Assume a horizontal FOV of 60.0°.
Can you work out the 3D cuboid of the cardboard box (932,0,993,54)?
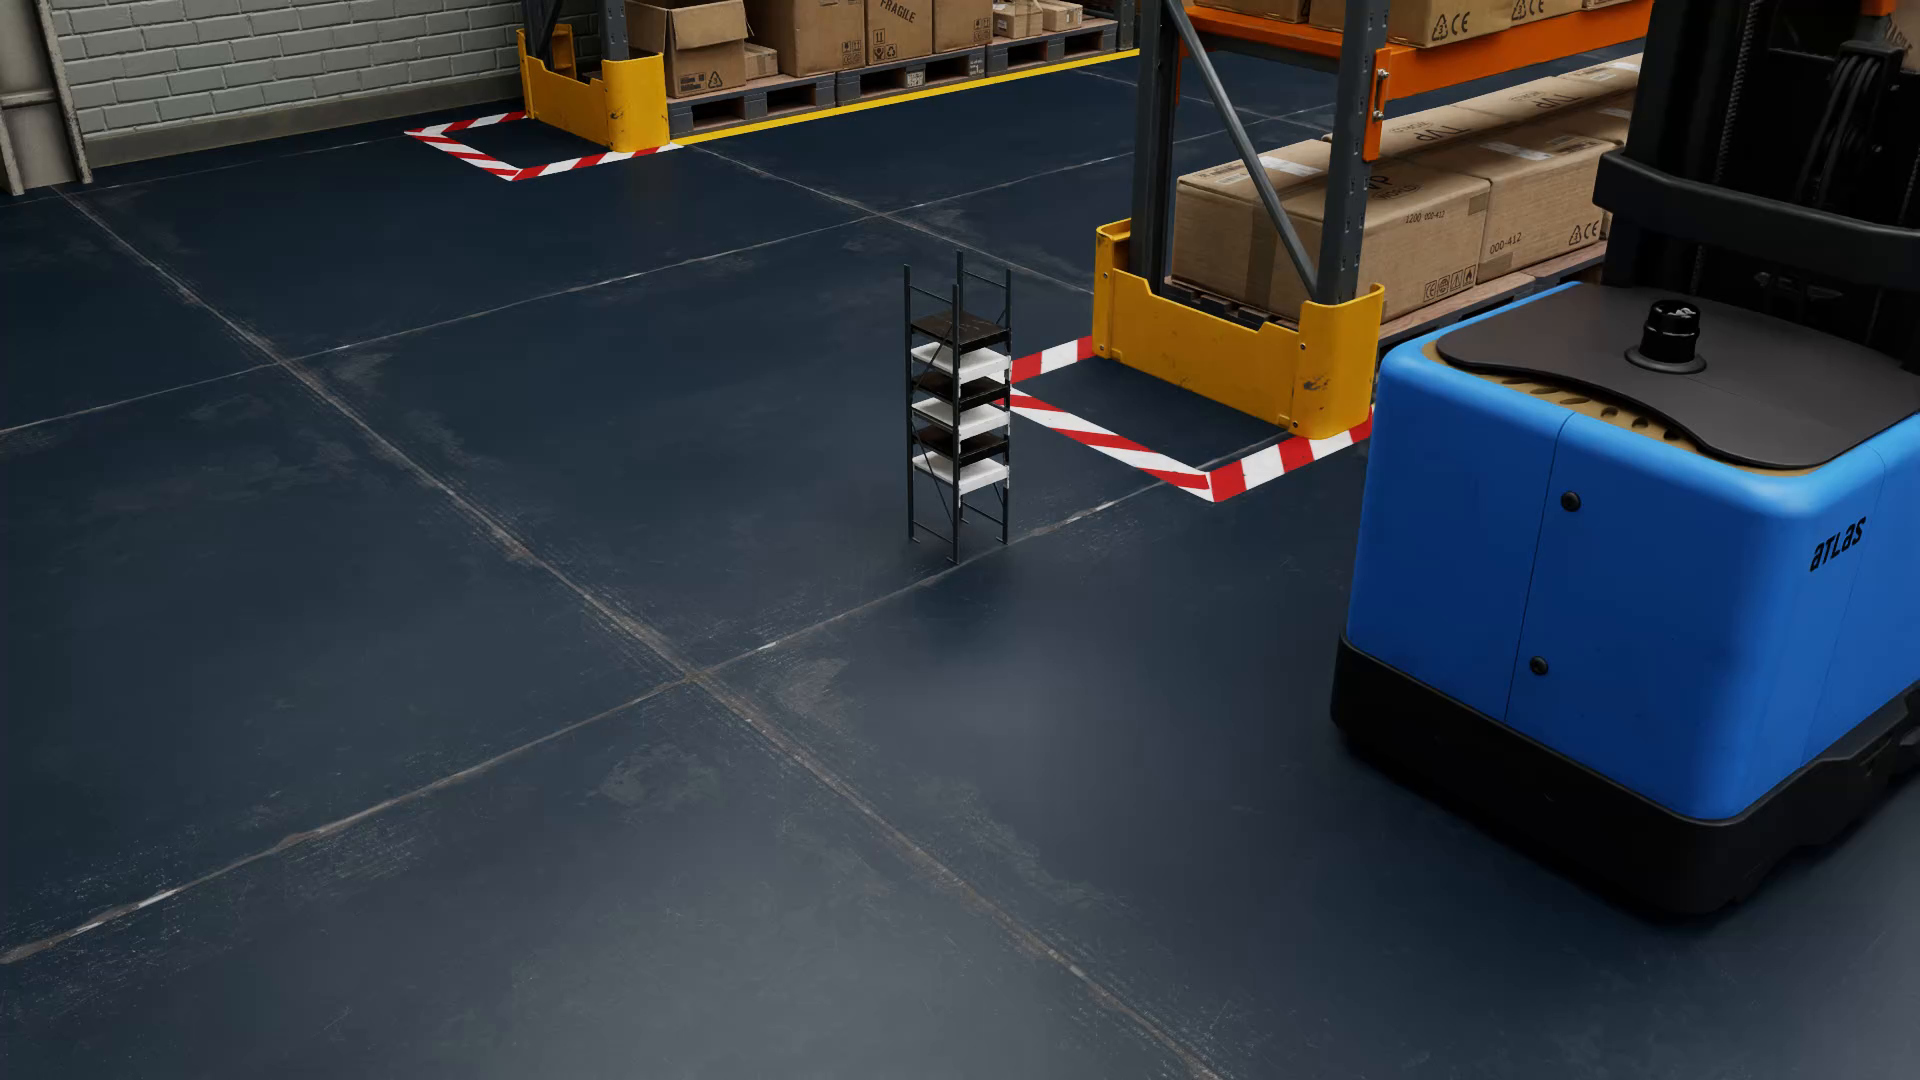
[{"bbox_3d":[-0.202,-3.514,10.850,0.500,0.500,0.700,-23,36,-37],"label":"cardboard box"}]

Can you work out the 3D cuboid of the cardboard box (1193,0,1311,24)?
[{"bbox_3d":[1.225,-2.221,6.118,0.500,0.500,0.500,-22,35,-35],"label":"cardboard box"}]

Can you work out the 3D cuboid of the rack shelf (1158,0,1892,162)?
[{"bbox_3d":[2.551,-2.229,7.002,4.000,0.370,1.077,-22,35,-35],"label":"rack shelf"}]

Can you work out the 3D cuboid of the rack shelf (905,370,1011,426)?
[{"bbox_3d":[-0.006,-0.444,5.007,0.200,0.077,0.258,-22,35,-35],"label":"rack shelf"}]

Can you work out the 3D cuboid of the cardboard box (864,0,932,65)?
[{"bbox_3d":[-0.525,-3.323,10.491,0.500,0.500,0.500,-21,35,-34],"label":"cardboard box"}]

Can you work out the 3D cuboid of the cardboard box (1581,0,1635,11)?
[{"bbox_3d":[2.347,-2.337,6.334,0.500,0.500,0.500,-22,35,-35],"label":"cardboard box"}]

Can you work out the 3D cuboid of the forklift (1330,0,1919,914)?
[{"bbox_3d":[2.409,-1.044,4.093,3.031,2.935,1.130,-21,35,-34],"label":"forklift"}]

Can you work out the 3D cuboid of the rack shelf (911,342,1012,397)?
[{"bbox_3d":[-0.006,-0.524,4.964,0.200,0.077,0.258,-22,35,-35],"label":"rack shelf"}]

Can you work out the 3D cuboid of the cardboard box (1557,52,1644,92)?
[{"bbox_3d":[3.526,-2.060,8.195,0.875,0.438,0.875,-22,35,-36],"label":"cardboard box"}]

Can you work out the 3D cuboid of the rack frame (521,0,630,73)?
[{"bbox_3d":[-2.194,-3.713,9.016,0.127,3.000,1.000,-22,35,-35],"label":"rack frame"}]

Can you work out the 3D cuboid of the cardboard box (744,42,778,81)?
[{"bbox_3d":[-1.319,-2.910,10.093,0.250,0.149,0.380,-24,36,-37],"label":"cardboard box"}]

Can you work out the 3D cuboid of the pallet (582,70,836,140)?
[{"bbox_3d":[-1.531,-2.751,10.174,1.213,0.211,1.003,-22,35,-35],"label":"pallet"}]

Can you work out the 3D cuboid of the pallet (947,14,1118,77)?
[{"bbox_3d":[0.325,-3.497,11.571,1.213,0.211,1.003,-22,35,-35],"label":"pallet"}]

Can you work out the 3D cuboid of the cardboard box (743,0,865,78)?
[{"bbox_3d":[-0.992,-3.197,10.256,0.500,0.500,0.700,-20,34,-33],"label":"cardboard box"}]

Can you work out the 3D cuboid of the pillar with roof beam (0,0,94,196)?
[{"bbox_3d":[-2.037,-4.314,3.775,0.400,9.000,9.100,-22,35,-35],"label":"pillar with roof beam"}]

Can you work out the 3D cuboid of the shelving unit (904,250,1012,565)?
[{"bbox_3d":[-0.006,-0.394,5.033,0.210,0.900,0.258,-22,35,-35],"label":"shelving unit"}]

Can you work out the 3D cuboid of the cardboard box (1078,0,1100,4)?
[{"bbox_3d":[1.030,-4.276,12.275,0.500,0.500,0.500,-22,35,-35],"label":"cardboard box"}]

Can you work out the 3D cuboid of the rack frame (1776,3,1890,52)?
[{"bbox_3d":[4.073,-3.158,7.978,0.127,3.000,1.000,-22,35,-35],"label":"rack frame"}]

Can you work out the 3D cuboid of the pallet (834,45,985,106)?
[{"bbox_3d":[-0.603,-3.122,10.869,1.213,0.211,1.003,-22,35,-35],"label":"pallet"}]

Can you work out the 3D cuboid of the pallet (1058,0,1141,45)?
[{"bbox_3d":[1.443,-3.969,12.454,1.213,0.211,1.003,-22,35,-35],"label":"pallet"}]

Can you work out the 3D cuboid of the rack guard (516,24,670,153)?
[{"bbox_3d":[-2.137,-2.634,9.649,0.348,0.500,1.175,-22,35,-35],"label":"rack guard"}]

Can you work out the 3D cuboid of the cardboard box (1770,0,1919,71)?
[{"bbox_3d":[4.493,-2.625,8.788,0.875,0.875,0.875,-21,34,-33],"label":"cardboard box"}]

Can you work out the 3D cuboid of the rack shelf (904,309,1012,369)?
[{"bbox_3d":[-0.006,-0.603,4.922,0.200,0.077,0.258,-22,35,-35],"label":"rack shelf"}]

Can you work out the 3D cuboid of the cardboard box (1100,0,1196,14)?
[{"bbox_3d":[1.363,-4.087,11.922,0.500,0.500,0.500,-20,34,-33],"label":"cardboard box"}]

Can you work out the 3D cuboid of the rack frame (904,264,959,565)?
[{"bbox_3d":[-0.084,-0.363,4.975,0.006,0.900,0.240,-22,35,-35],"label":"rack frame"}]

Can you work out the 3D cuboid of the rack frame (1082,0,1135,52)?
[{"bbox_3d":[0.848,-4.937,11.306,0.127,3.000,1.000,-22,35,-35],"label":"rack frame"}]

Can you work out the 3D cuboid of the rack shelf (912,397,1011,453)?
[{"bbox_3d":[-0.006,-0.365,5.049,0.200,0.077,0.258,-22,35,-35],"label":"rack shelf"}]

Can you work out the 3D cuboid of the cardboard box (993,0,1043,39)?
[{"bbox_3d":[0.344,-3.531,11.131,0.258,0.266,0.396,-20,34,-33],"label":"cardboard box"}]

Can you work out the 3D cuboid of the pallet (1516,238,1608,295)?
[{"bbox_3d":[2.515,-1.349,7.550,1.213,0.211,1.003,-22,35,-35],"label":"pallet"}]

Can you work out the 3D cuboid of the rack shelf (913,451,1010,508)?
[{"bbox_3d":[-0.006,-0.206,5.134,0.200,0.077,0.258,-22,35,-35],"label":"rack shelf"}]

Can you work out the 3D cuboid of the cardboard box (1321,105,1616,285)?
[{"bbox_3d":[2.158,-1.511,7.167,0.875,0.438,0.875,-21,34,-34],"label":"cardboard box"}]

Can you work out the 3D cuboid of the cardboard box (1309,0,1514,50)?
[{"bbox_3d":[1.581,-2.023,5.746,0.500,0.500,0.500,-22,35,-35],"label":"cardboard box"}]

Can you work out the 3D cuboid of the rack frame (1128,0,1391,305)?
[{"bbox_3d":[1.030,-1.935,5.688,0.127,3.000,1.000,-22,35,-35],"label":"rack frame"}]

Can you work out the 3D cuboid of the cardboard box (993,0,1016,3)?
[{"bbox_3d":[0.192,-3.819,11.621,0.500,0.311,0.500,-20,34,-33],"label":"cardboard box"}]

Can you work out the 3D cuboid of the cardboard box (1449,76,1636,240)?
[{"bbox_3d":[2.845,-1.786,7.682,0.875,0.438,0.875,-23,36,-36],"label":"cardboard box"}]

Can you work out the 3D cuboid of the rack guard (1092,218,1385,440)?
[{"bbox_3d":[1.012,-0.825,6.263,0.348,0.500,1.175,-22,35,-35],"label":"rack guard"}]

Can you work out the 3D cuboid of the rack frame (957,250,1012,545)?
[{"bbox_3d":[0.071,-0.426,5.091,0.006,0.900,0.240,-22,35,-35],"label":"rack frame"}]

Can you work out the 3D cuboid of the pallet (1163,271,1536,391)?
[{"bbox_3d":[1.587,-0.977,6.855,1.213,0.211,1.003,-22,35,-35],"label":"pallet"}]

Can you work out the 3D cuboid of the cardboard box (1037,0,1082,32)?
[{"bbox_3d":[0.615,-3.589,11.363,0.250,0.149,0.380,-23,36,-36],"label":"cardboard box"}]

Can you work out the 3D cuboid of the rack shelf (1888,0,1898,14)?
[{"bbox_3d":[5.594,-3.453,9.292,4.000,0.370,1.077,-22,35,-35],"label":"rack shelf"}]

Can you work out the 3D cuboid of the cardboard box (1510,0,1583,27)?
[{"bbox_3d":[1.948,-2.187,6.055,0.500,0.500,0.500,-22,35,-36],"label":"cardboard box"}]

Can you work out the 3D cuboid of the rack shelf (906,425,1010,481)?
[{"bbox_3d":[-0.006,-0.286,5.091,0.200,0.077,0.258,-22,35,-35],"label":"rack shelf"}]

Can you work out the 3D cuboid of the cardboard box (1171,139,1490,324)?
[{"bbox_3d":[1.467,-1.228,6.638,0.875,0.438,0.875,-23,36,-37],"label":"cardboard box"}]

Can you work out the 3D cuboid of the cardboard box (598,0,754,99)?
[{"bbox_3d":[-1.668,-2.951,9.792,0.637,0.503,0.797,-24,36,-37],"label":"cardboard box"}]
